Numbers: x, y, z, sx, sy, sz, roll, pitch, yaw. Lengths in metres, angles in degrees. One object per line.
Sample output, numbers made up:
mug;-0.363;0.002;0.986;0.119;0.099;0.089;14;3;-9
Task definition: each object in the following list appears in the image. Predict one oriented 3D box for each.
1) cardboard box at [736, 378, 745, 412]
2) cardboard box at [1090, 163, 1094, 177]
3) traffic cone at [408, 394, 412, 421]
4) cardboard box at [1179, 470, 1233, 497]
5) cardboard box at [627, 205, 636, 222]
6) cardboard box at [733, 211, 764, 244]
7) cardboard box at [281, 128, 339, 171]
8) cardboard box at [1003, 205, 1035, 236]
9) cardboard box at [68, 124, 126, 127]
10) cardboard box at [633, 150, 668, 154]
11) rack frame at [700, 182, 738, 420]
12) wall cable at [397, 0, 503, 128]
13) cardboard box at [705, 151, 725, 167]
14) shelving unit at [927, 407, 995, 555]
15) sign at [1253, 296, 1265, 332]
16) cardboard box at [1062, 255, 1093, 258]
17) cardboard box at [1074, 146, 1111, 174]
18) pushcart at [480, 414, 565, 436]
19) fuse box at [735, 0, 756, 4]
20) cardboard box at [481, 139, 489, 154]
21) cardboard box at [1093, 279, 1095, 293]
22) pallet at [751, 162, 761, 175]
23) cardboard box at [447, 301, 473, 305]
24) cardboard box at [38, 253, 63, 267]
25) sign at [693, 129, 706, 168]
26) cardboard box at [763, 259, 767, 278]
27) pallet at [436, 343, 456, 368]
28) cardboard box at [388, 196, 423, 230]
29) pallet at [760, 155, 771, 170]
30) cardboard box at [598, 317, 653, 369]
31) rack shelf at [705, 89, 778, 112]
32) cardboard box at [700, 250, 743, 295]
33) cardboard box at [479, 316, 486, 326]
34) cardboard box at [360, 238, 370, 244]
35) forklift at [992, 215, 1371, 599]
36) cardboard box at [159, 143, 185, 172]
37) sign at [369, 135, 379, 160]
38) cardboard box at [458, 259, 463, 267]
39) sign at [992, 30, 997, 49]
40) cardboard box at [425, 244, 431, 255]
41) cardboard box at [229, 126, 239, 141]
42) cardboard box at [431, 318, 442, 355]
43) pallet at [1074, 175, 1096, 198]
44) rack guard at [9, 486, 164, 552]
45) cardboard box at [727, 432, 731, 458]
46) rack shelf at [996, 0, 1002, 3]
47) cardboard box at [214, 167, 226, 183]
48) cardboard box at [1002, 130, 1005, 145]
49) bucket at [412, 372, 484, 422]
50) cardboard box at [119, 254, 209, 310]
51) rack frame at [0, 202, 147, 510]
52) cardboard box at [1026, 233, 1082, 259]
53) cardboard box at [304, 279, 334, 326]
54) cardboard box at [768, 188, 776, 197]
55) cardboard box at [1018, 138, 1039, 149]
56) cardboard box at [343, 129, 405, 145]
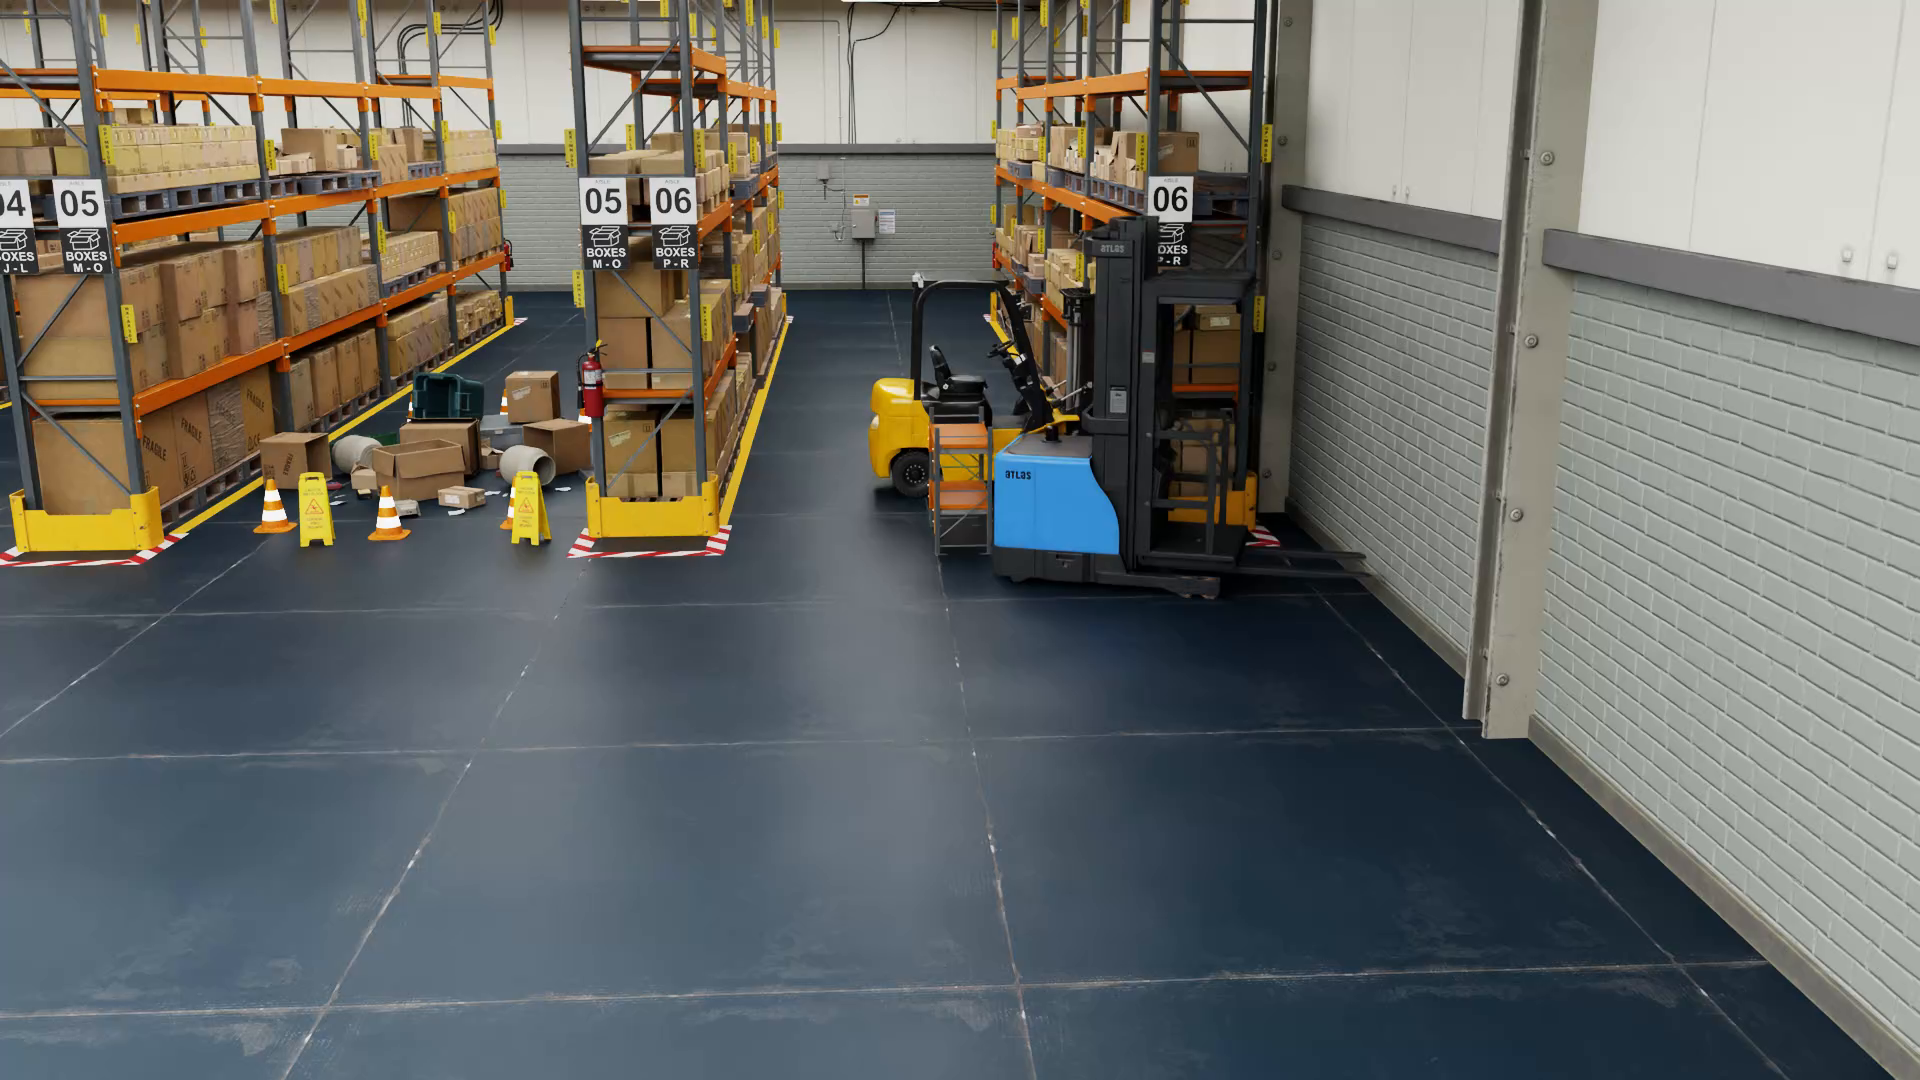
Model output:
cardboard box;-3.135;-1.741;20.204;0.950;0.372;0.625;0;14;0
cardboard box;1.627;-4.045;18.169;0.380;0.149;0.250;-1;14;-2
traffic cone;-6.562;-1.528;20.035;0.336;0.463;0.334;-1;14;-3
cardboard box;2.315;-0.581;15.939;0.500;0.250;0.500;-1;14;-3
cardboard box;-3.105;-2.922;14.846;0.380;0.149;0.250;-1;14;-3
cardboard box;-3.218;-4.661;24.915;0.500;0.500;0.500;0;14;-2
cardboard box;-7.847;-4.719;20.084;0.500;0.500;0.500;-1;14;-3
cardboard box;1.011;-5.507;28.611;0.500;0.500;0.500;-1;14;-2
cardboard box;-13.547;-6.284;26.167;0.700;0.500;0.500;-2;15;-7
cardboard box;-3.313;-4.071;17.711;0.380;0.149;0.250;0;14;-2
rack frame;-3.052;-2.501;18.727;1.000;3.000;0.127;-1;14;-3
wall cable;-10.596;-11.255;34.255;2.277;5.999;0.120;-1;14;-3
cardboard box;-2.648;-3.951;17.245;0.380;0.149;0.250;0;14;-2
shelving unit;0.000;-0.546;14.893;0.538;1.125;1.048;-1;14;-3
sign;2.704;-2.048;15.072;0.100;0.325;0.005;-1;14;-3
cardboard box;1.514;-3.595;21.478;0.380;0.149;0.250;-1;14;-3
cardboard box;1.614;-4.416;19.286;0.500;0.311;0.500;-1;14;-5
pushcart;-5.324;-1.183;18.869;1.648;0.377;0.936;-6;16;-23
fuse box;-4.419;-11.332;34.588;0.513;0.334;0.176;-1;14;-3
cardboard box;-8.414;-6.768;28.590;0.500;0.250;0.500;-1;14;-5
cardboard box;1.677;-2.793;18.361;0.380;0.149;0.250;-1;14;-2
pallet;-3.441;-5.623;25.227;0.805;0.209;1.217;-1;15;-6
cardboard box;-8.391;-3.916;27.911;0.380;0.149;0.250;-1;15;-6
cardboard box;-13.018;-3.772;23.466;0.500;0.500;0.500;-1;14;-4
sign;-2.262;-3.391;14.411;0.100;0.325;0.005;-1;14;-3
cardboard box;-3.237;-4.184;25.568;0.500;0.250;0.500;-1;14;-4
pallet;-8.432;-2.845;25.660;1.003;0.211;1.213;-1;14;-3
cardboard box;-8.781;-5.178;26.329;0.500;0.500;0.500;-1;14;-5
pallet;-3.588;-6.104;26.888;1.003;0.211;1.213;-1;14;-3
cardboard box;-3.112;-1.829;15.319;0.500;0.500;0.500;-1;14;-4
rack shelf;-3.671;-7.351;27.785;1.077;0.370;4.000;-1;14;-3
cardboard box;-2.826;-3.142;19.580;0.500;0.500;0.500;-1;14;-3
cardboard box;-8.338;-3.757;28.489;0.380;0.149;0.250;-1;14;-2
cardboard box;-8.835;-4.332;24.312;0.380;0.149;0.250;0;14;-1
forklift;1.840;-1.096;13.403;3.031;2.935;1.130;4;15;14
cardboard box;-7.576;-3.556;15.469;0.500;0.250;0.500;-1;14;-4
sign;-7.679;-5.142;21.776;0.100;0.325;0.005;-1;14;-3
cardboard box;-8.343;-4.539;27.152;0.380;0.149;0.250;-2;15;-6
sign;0.617;-8.951;29.721;0.100;0.325;0.005;-1;14;-3
cardboard box;-8.230;-4.392;25.140;0.380;0.149;0.250;0;14;-1
cardboard box;-7.615;-4.157;17.004;0.380;0.149;0.250;-1;14;-4
cardboard box;-8.153;-3.074;25.128;0.500;0.500;0.500;-1;14;-5
pallet;1.835;-4.158;19.530;0.805;0.209;1.217;-1;15;-6
rack guard;-7.737;-0.188;14.754;1.175;0.500;0.348;-1;14;-3
cardboard box;-2.677;-0.971;17.456;0.500;0.250;0.500;-1;14;-3
rack shelf;1.283;-9.232;27.622;1.077;0.370;4.000;-1;14;-3
cardboard box;-7.581;-3.644;16.610;0.380;0.149;0.250;-1;14;-3
cardboard box;0.993;-6.963;28.752;0.500;0.250;0.500;-1;14;-4
bucket;-5.676;-1.552;18.558;0.726;0.611;0.620;4;5;16
cardboard box;-7.910;-2.500;16.254;0.875;0.550;0.500;-1;14;-3
rack frame;-7.738;-1.405;14.466;1.000;3.000;0.127;-1;14;-3
cardboard box;1.369;-4.230;24.396;0.797;0.503;0.637;-1;14;-5
cardboard box;-7.810;-2.833;19.816;0.500;0.500;0.500;-1;14;-4
cardboard box;-3.433;-6.120;29.285;0.380;0.149;0.250;-1;14;-4
cardboard box;1.091;-6.021;25.253;0.380;0.149;0.250;-1;14;-4
cardboard box;-8.517;-5.709;24.125;0.797;0.503;0.637;-1;14;-4
